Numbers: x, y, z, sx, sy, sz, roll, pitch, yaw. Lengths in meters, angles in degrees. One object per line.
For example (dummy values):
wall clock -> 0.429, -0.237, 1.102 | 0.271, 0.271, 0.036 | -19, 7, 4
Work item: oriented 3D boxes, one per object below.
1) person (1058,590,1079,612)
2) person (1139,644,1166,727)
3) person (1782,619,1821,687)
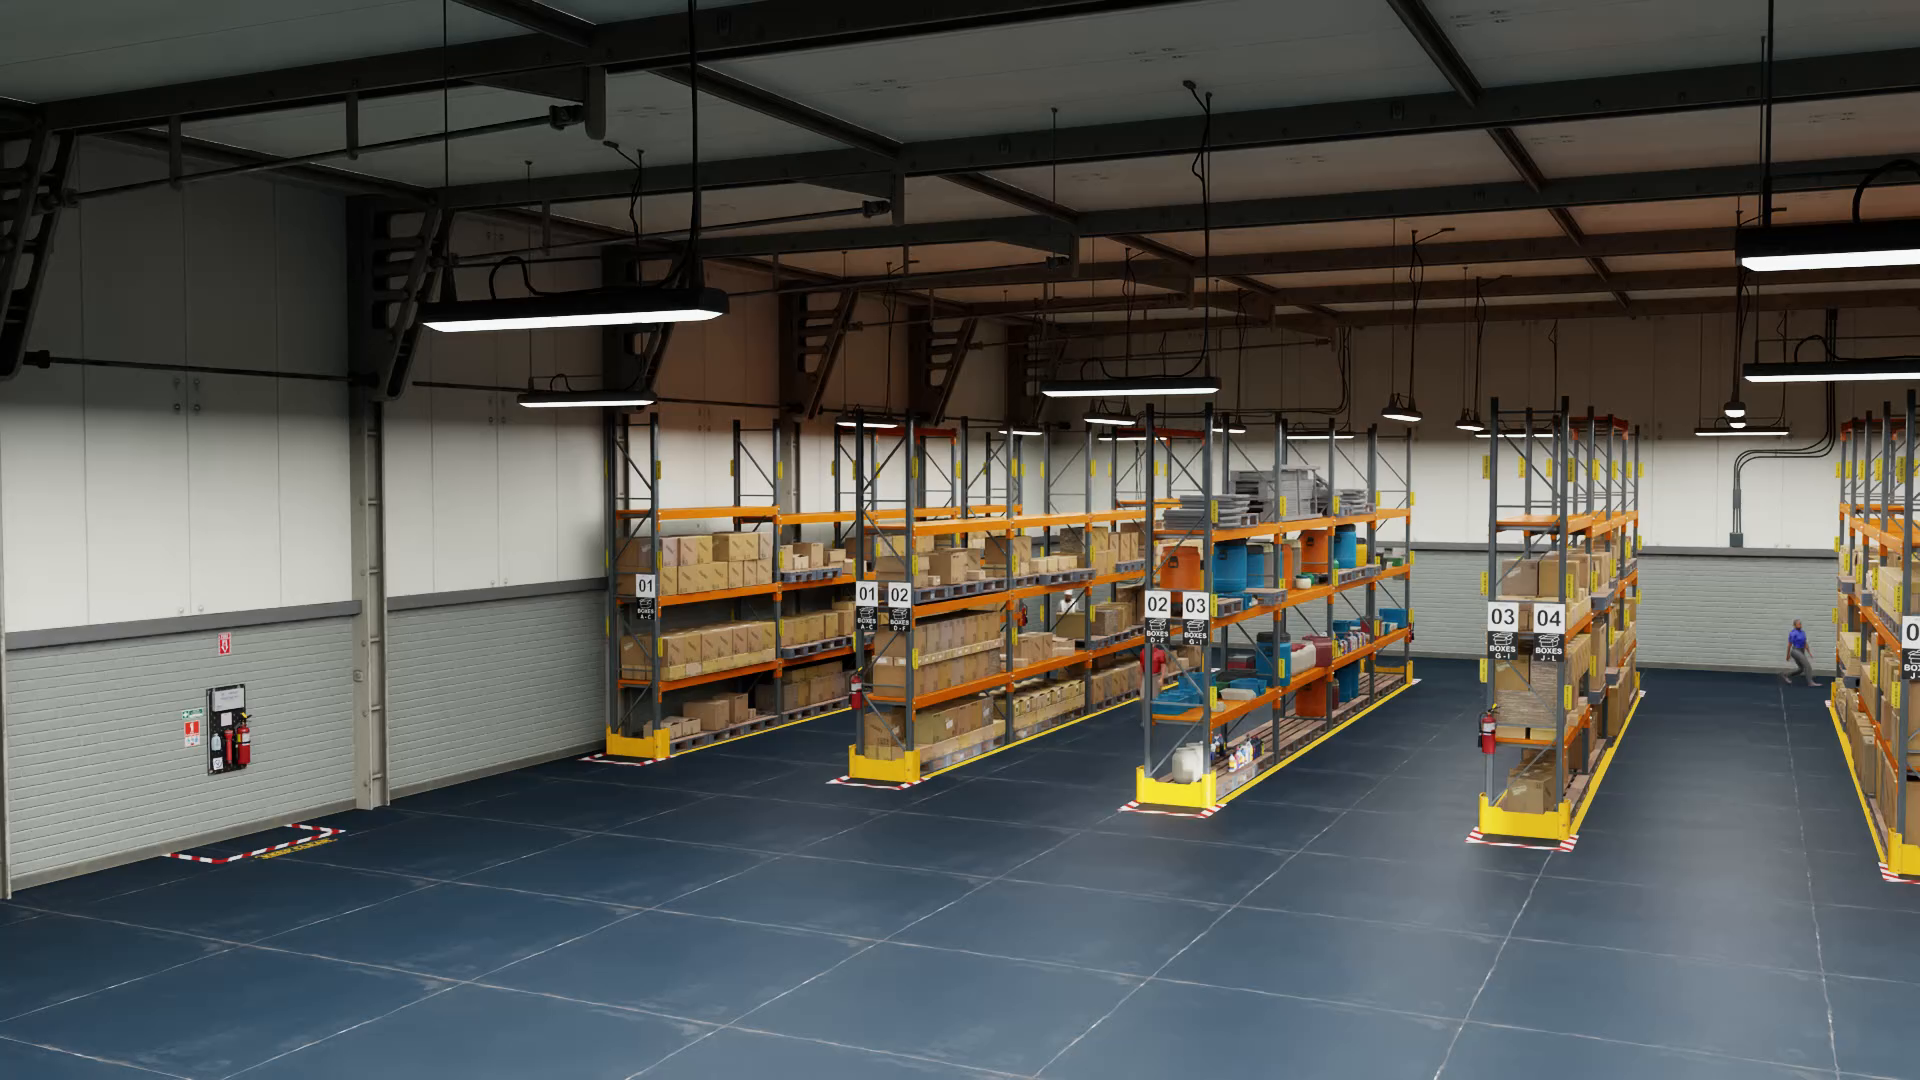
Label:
person -> 2.938, 2.225, 45.074 | 0.564, 1.724, 1.136 | 0, 2, 0
person -> 3.760, 2.836, 32.619 | 0.585, 1.700, 0.540 | 1, 3, 27
person -> 19.497, 2.602, 38.563 | 0.434, 1.543, 0.963 | -1, 3, -32
